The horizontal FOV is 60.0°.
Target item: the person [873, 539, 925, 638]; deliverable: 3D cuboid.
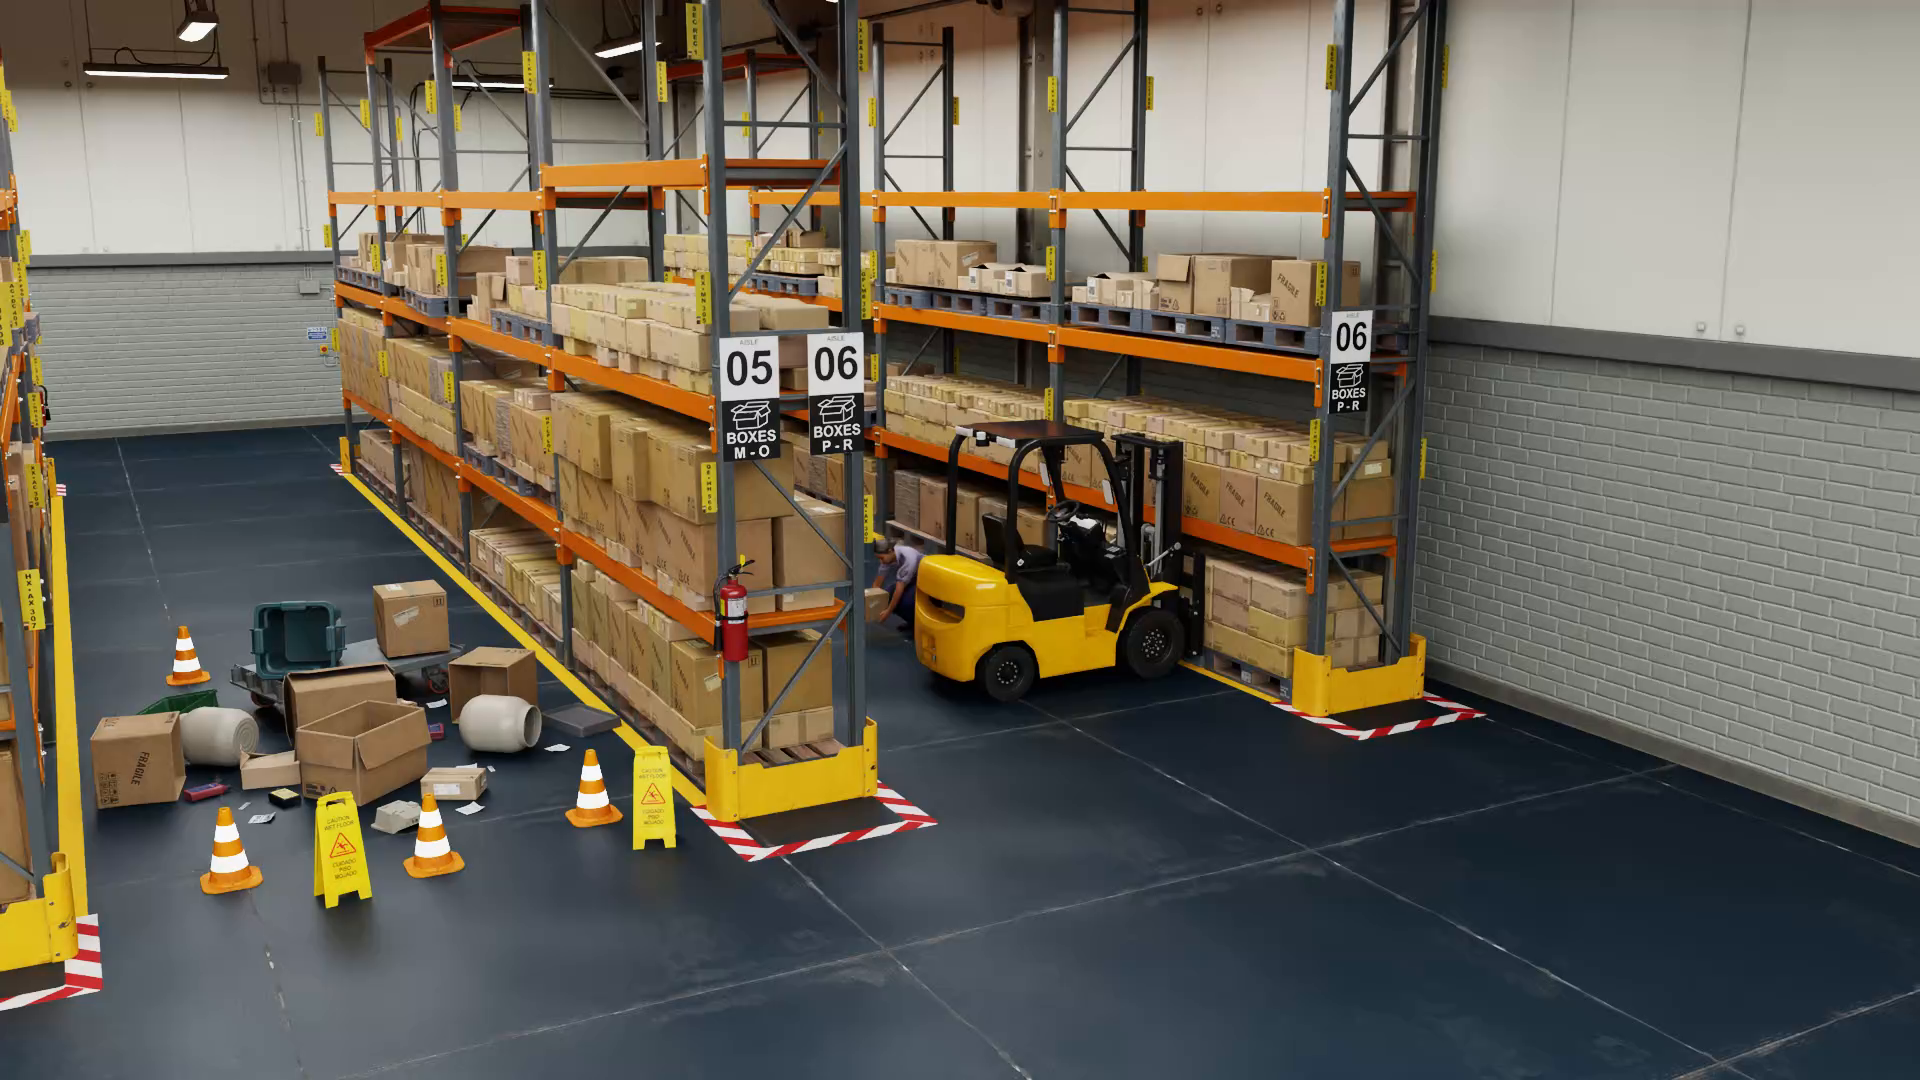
[{"bbox_3d":[-0.493,0.425,15.646,0.825,0.965,0.525,-6,13,-28],"label":"person"}]
